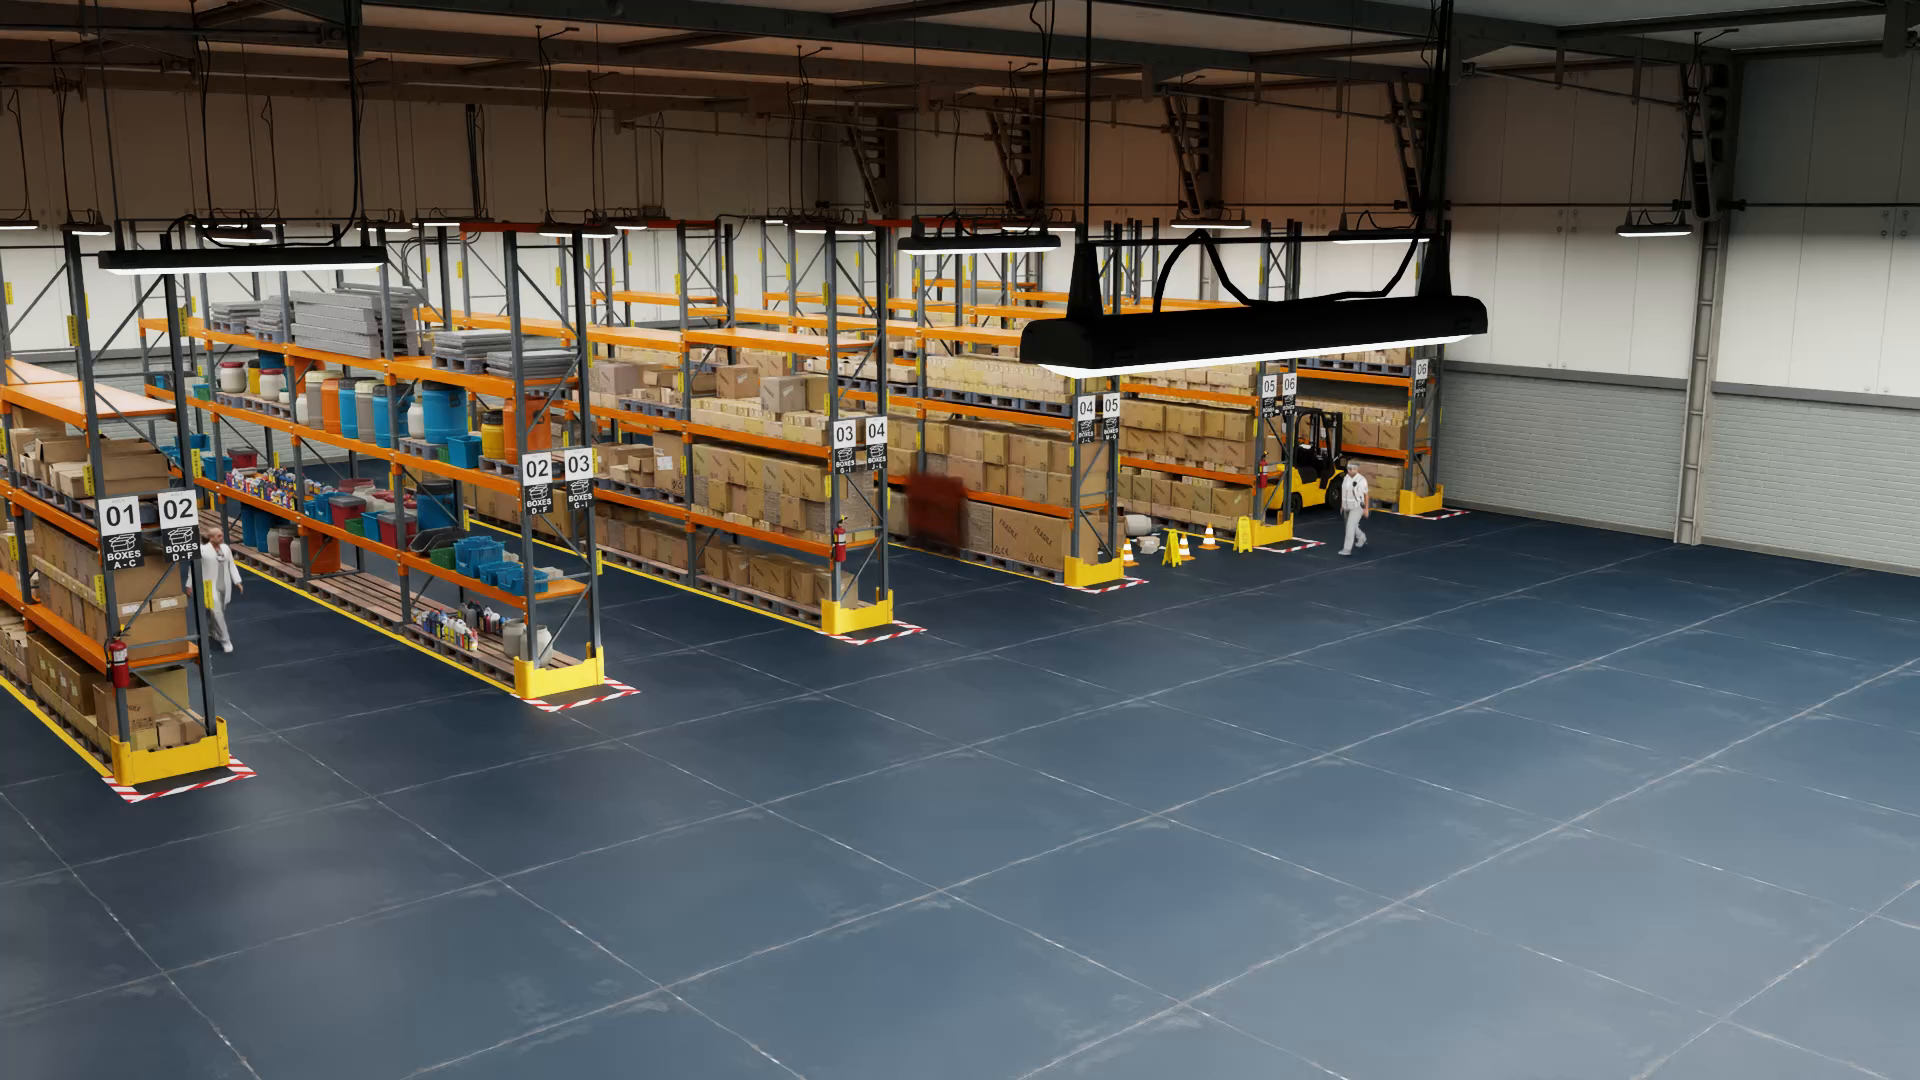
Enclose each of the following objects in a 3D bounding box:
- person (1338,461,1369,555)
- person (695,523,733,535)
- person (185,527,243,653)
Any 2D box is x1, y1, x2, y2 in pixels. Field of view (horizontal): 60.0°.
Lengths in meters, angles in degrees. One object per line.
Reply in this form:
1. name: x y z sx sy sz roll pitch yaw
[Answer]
1. person: 7.255 -0.613 30.527 1.019 1.709 0.540 -9 15 -39
2. person: -4.575 -0.825 30.885 0.447 1.533 1.045 -10 15 -41
3. person: -10.748 0.676 24.029 1.099 1.729 0.710 9 15 38
